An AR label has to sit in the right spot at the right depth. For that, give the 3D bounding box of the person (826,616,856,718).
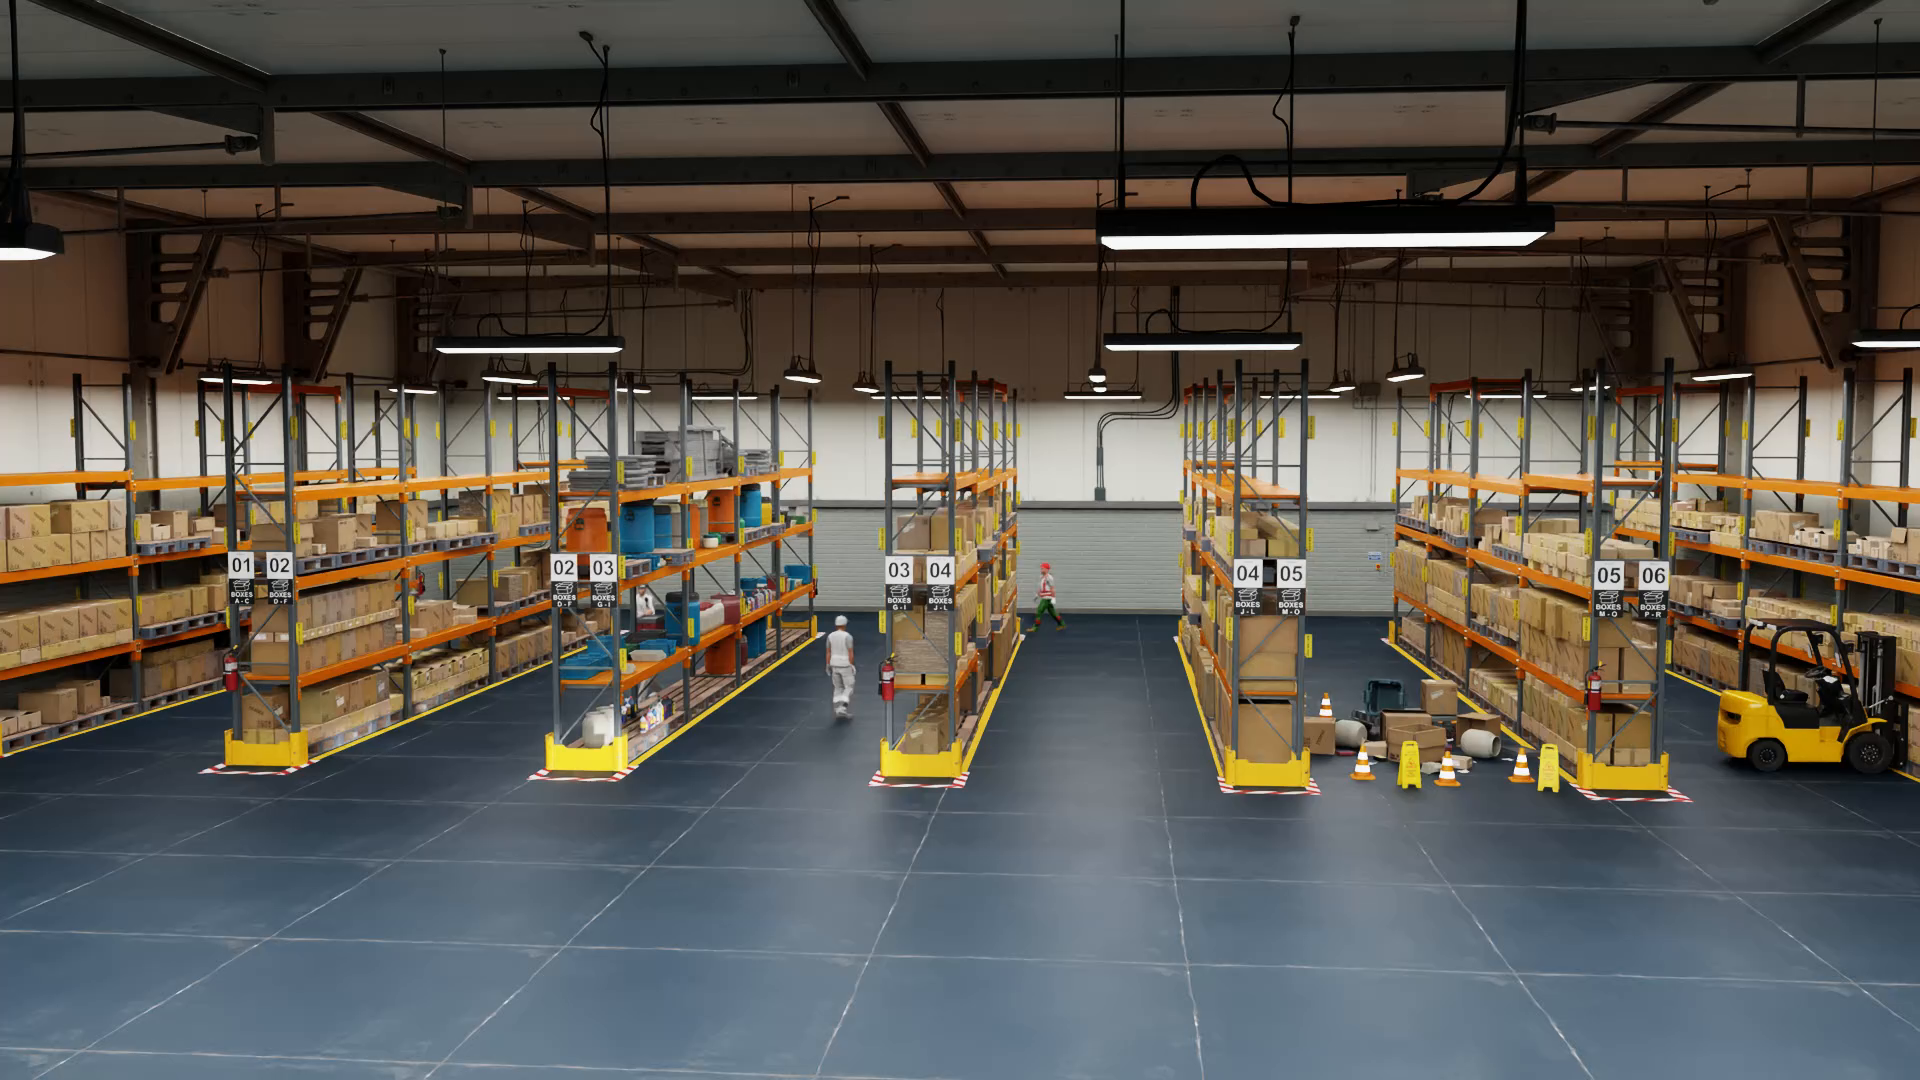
[{"bbox_3d":[-2.079,2.212,28.939,0.592,1.789,0.520,2,4,30],"label":"person"}]

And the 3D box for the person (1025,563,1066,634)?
[{"bbox_3d":[2.115,1.433,41.097,1.063,1.754,0.531,-1,4,-11],"label":"person"}]

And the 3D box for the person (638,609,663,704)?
[{"bbox_3d":[-5.743,2.129,30.593,0.568,1.705,1.165,1,4,20],"label":"person"}]

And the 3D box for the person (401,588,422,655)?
[{"bbox_3d":[-11.405,1.846,34.612,0.523,1.700,1.077,1,4,8],"label":"person"}]

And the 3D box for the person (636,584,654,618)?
[{"bbox_3d":[-7.023,1.747,36.689,0.549,1.621,1.015,0,4,0],"label":"person"}]
